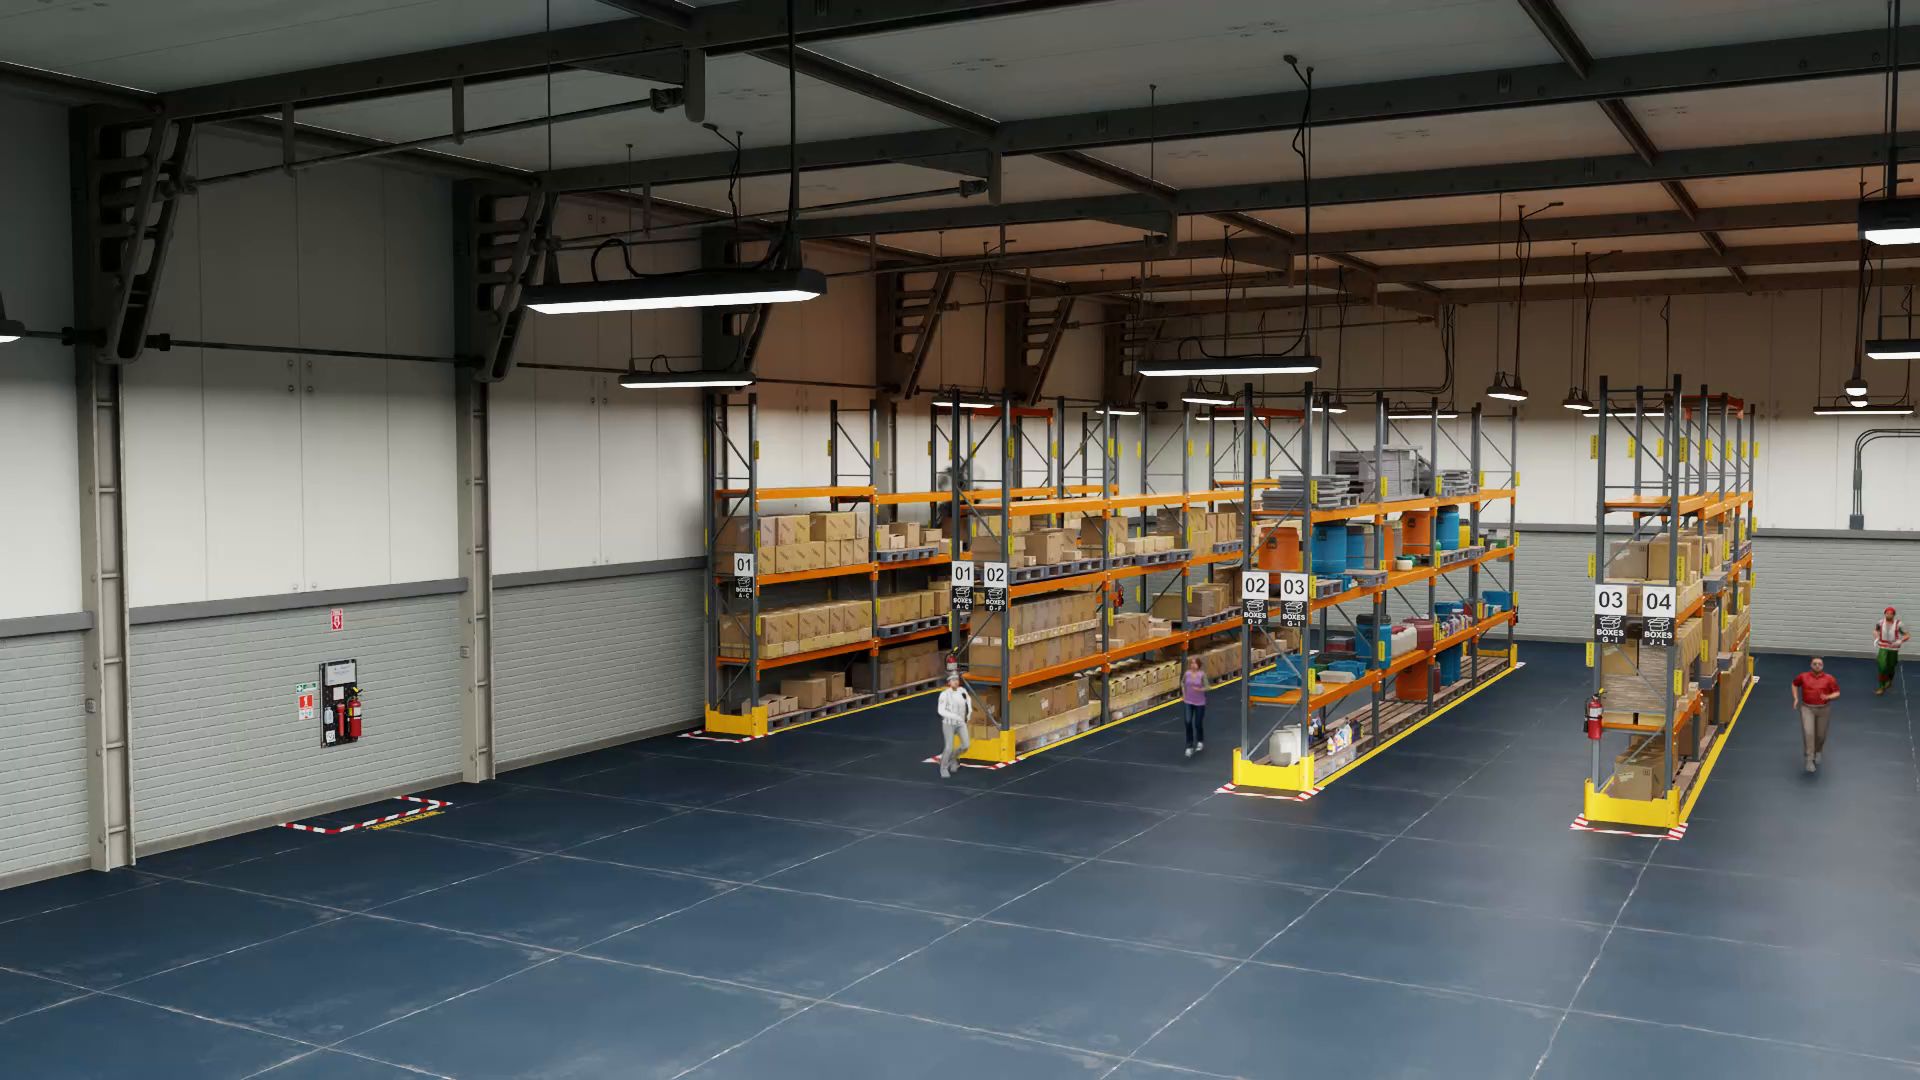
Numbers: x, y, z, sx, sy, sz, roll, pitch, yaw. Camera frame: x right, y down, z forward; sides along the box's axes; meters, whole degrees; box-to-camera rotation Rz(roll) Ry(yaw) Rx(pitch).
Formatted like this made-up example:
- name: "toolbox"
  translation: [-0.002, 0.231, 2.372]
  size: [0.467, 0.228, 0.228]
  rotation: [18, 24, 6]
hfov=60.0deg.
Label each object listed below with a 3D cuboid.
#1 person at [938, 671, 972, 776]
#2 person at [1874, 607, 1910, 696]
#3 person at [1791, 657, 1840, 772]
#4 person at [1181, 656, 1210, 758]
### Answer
- name: "person"
  translation: [-0.054, 2.802, 25.311]
  size: [0.643, 1.653, 0.715]
  rotation: [-1, 3, -24]
- name: "person"
  translation: [19.138, 2.264, 34.165]
  size: [0.660, 1.805, 0.860]
  rotation: [2, 4, 36]
- name: "person"
  translation: [13.424, 2.706, 26.095]
  size: [0.666, 1.729, 0.926]
  rotation: [1, 3, 23]
- name: "person"
  translation: [3.853, 2.722, 27.300]
  size: [0.522, 1.636, 0.690]
  rotation: [1, 3, 18]
